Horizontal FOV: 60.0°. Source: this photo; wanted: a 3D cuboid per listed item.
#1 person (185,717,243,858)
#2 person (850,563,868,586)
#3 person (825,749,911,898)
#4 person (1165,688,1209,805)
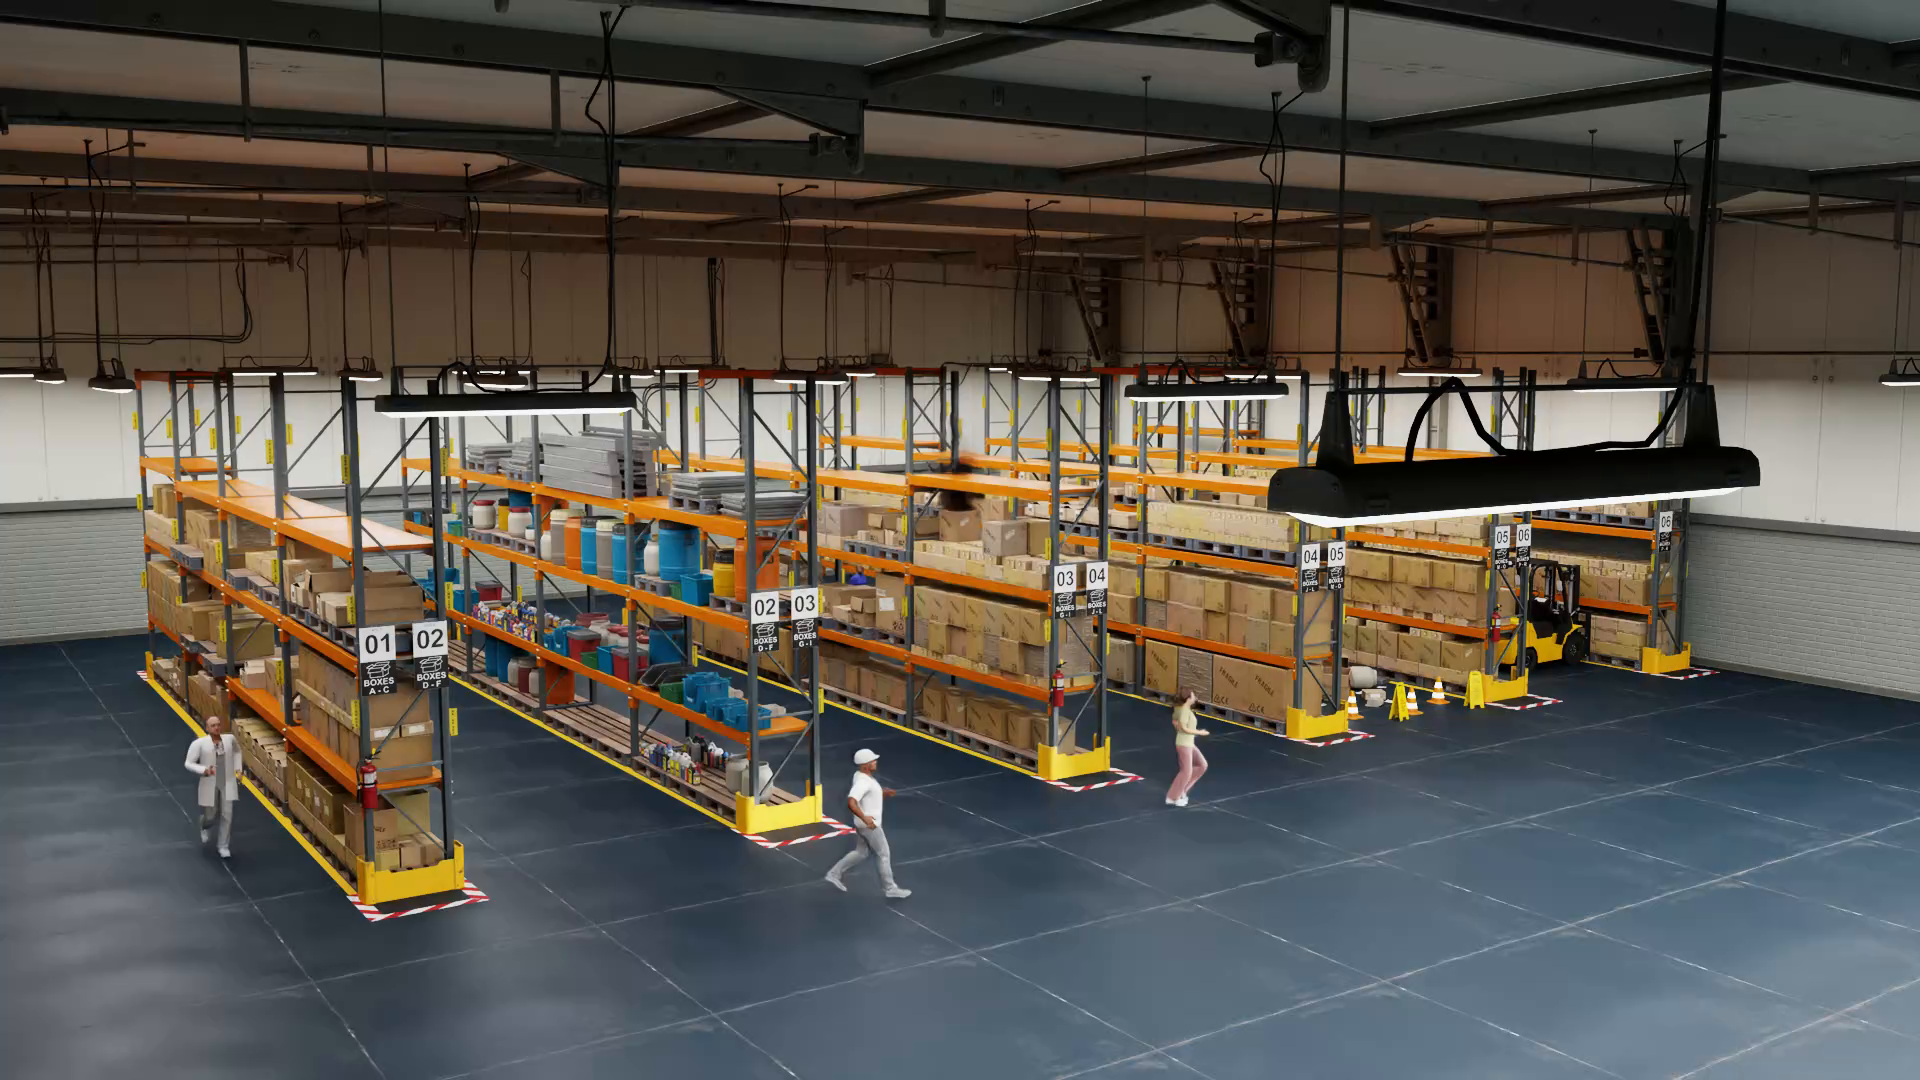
[{"bbox_3d":[-9.410,3.087,21.034,0.718,1.746,0.834,-5,8,-38],"label":"person"},{"bbox_3d":[-2.216,1.333,36.790,0.578,1.660,0.870,-5,8,-39],"label":"person"},{"bbox_3d":[-1.065,3.267,19.191,0.992,1.745,0.703,-1,7,-12],"label":"person"},{"bbox_3d":[3.211,2.888,23.391,0.589,1.617,0.585,1,7,12],"label":"person"}]
